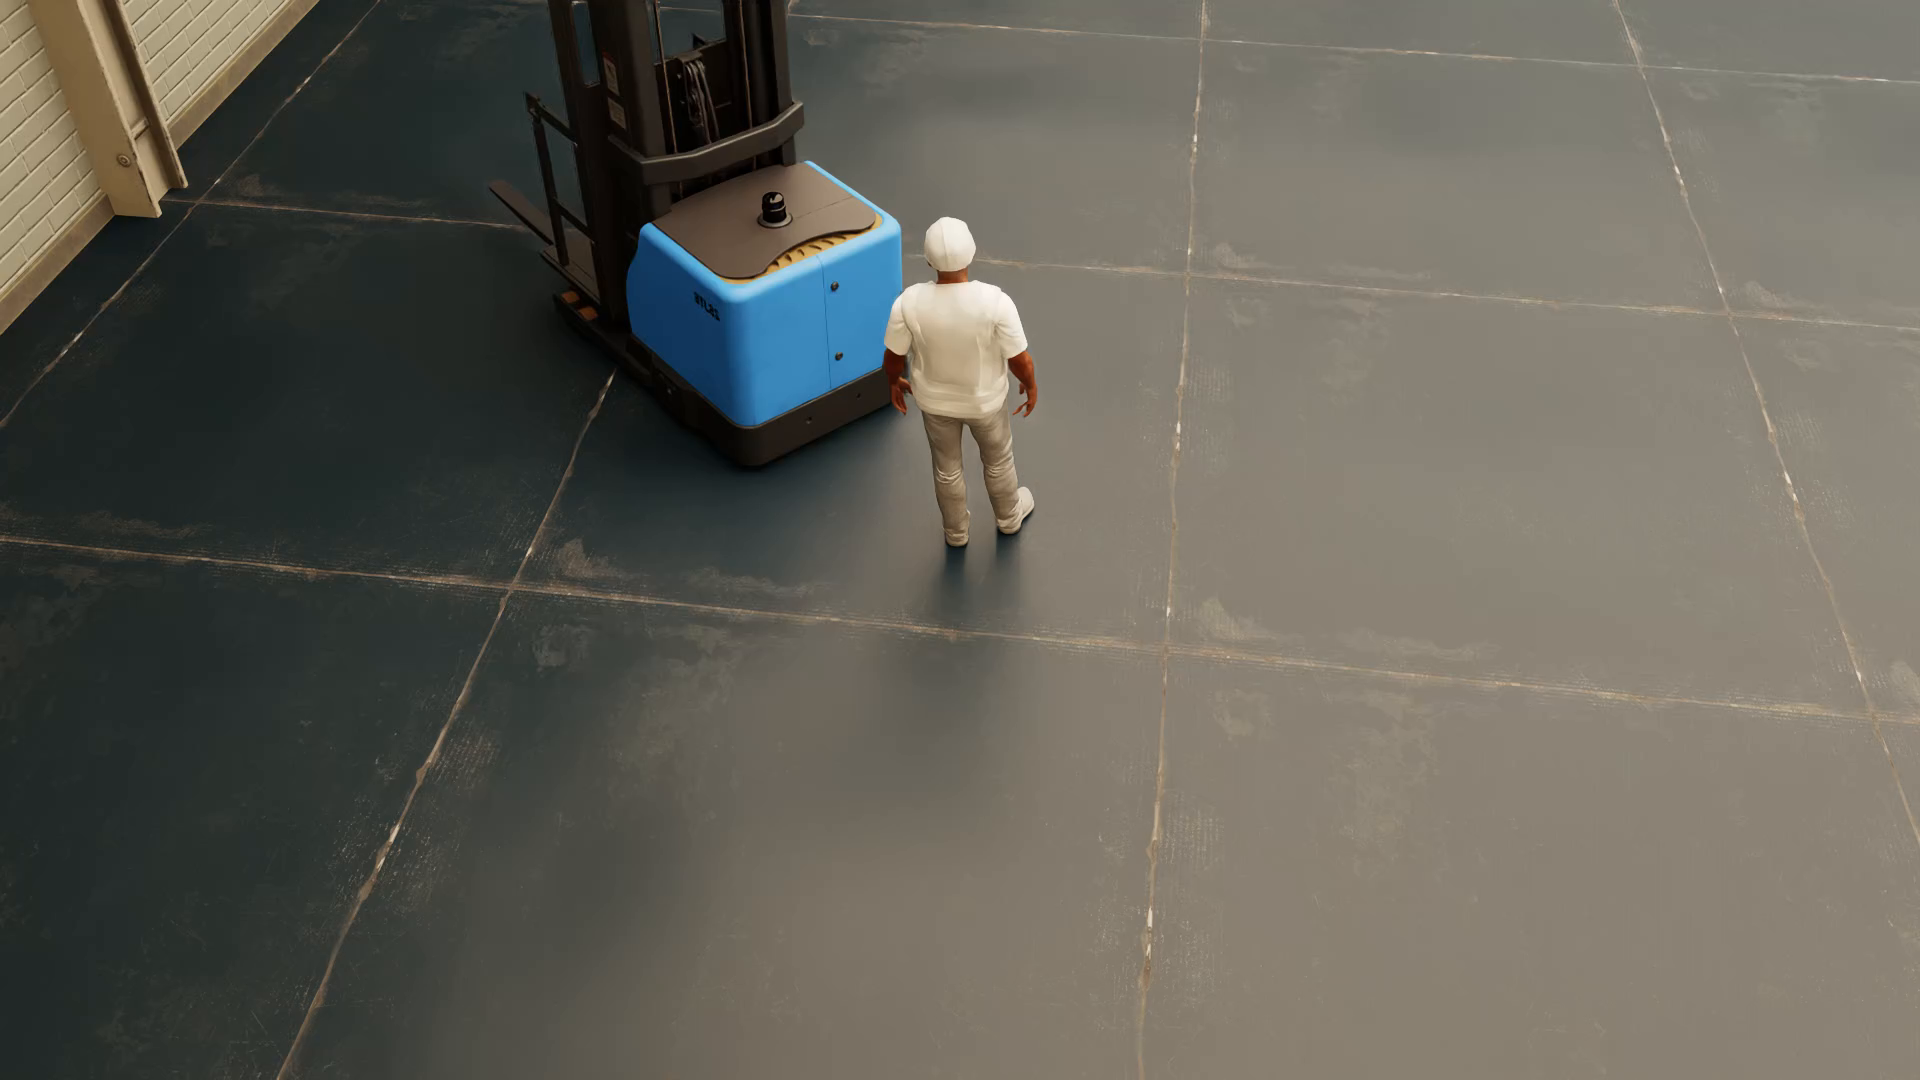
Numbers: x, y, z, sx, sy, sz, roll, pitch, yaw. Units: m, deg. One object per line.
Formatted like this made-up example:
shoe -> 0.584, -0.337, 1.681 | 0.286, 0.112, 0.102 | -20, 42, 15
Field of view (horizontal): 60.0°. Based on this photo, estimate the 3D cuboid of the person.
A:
person -> 0.015, -0.702, 7.339 | 0.665, 1.768, 0.575 | 5, 43, 6

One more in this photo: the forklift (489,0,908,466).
forklift -> -1.585, -2.379, 8.314 | 1.130, 2.935, 3.031 | -29, 50, -28
